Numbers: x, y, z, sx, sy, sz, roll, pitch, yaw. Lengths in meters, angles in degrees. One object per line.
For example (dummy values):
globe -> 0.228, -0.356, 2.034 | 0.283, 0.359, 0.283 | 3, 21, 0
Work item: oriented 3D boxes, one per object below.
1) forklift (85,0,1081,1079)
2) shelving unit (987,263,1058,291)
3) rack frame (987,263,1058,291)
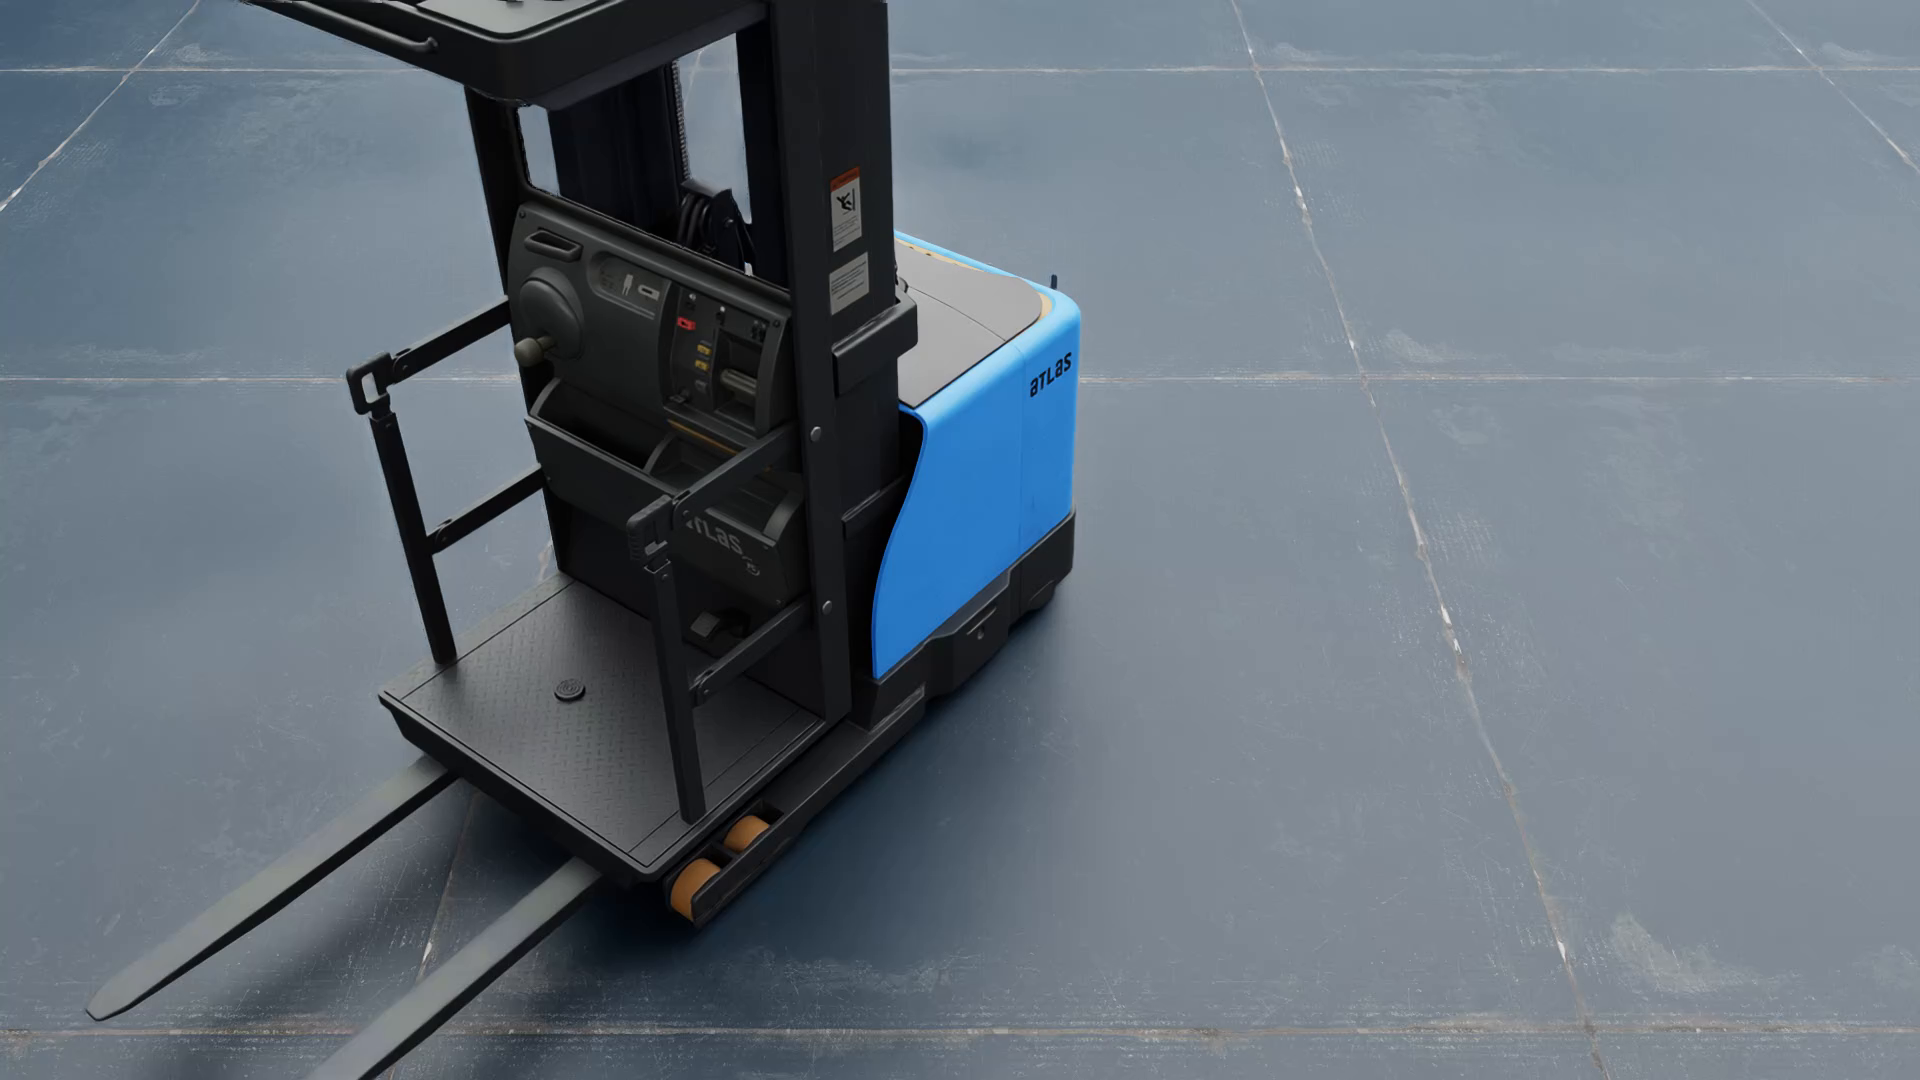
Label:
forklift -> -0.918, -0.470, 3.993 | 1.130, 2.935, 3.031 | 26, 45, 28
shelving unit -> 0.170, -0.469, 5.616 | 0.258, 0.900, 0.210 | 12, 40, 14
rack frame -> 0.202, -0.529, 5.691 | 0.240, 0.900, 0.006 | 12, 40, 14
